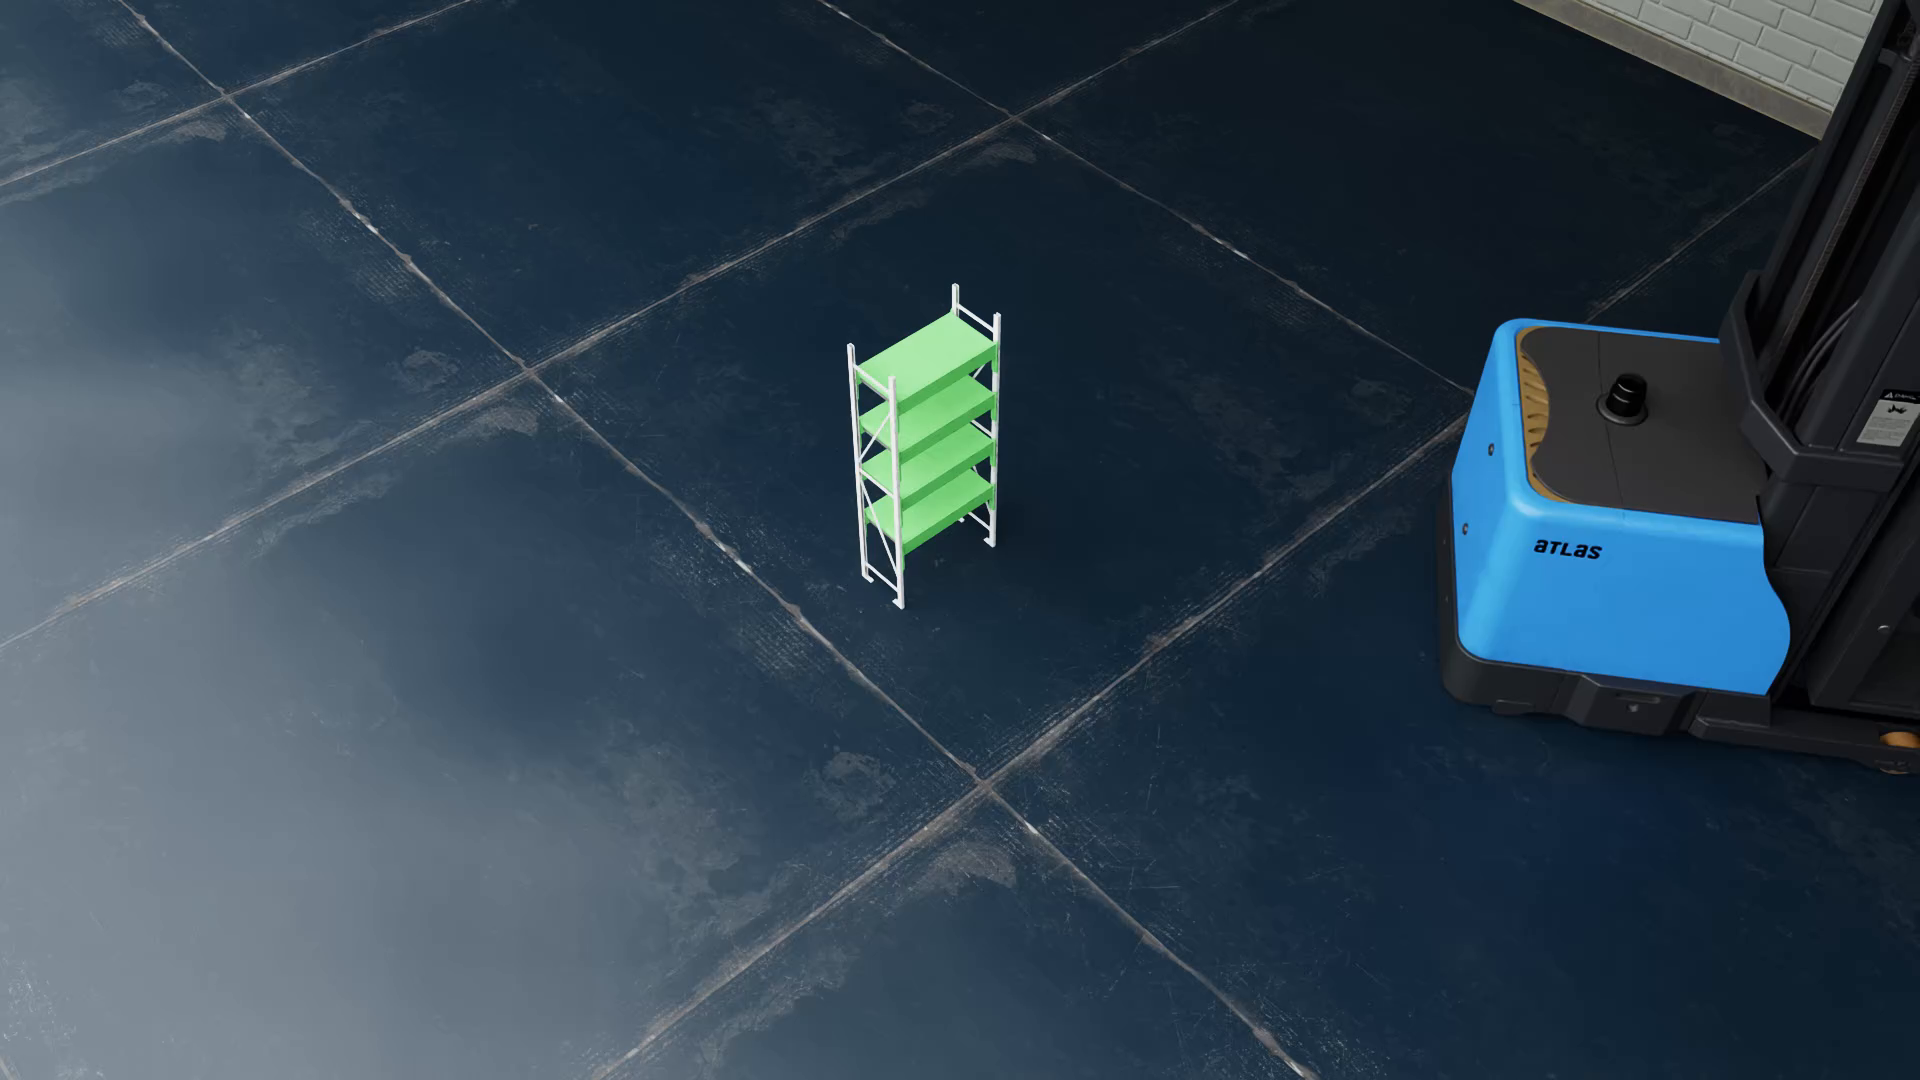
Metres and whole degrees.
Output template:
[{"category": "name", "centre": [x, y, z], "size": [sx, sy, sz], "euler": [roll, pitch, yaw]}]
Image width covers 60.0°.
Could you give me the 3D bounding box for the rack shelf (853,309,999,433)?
[{"category": "rack shelf", "centre": [-0.122, -0.607, 5.928], "size": [0.480, 0.148, 0.258], "euler": [-34, 56, -27]}]

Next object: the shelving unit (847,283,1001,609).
[{"category": "shelving unit", "centre": [-0.122, -0.325, 6.234], "size": [0.503, 1.200, 0.258], "euler": [-34, 56, -27]}]

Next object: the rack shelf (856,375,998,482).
[{"category": "rack shelf", "centre": [-0.122, -0.444, 6.104], "size": [0.480, 0.148, 0.258], "euler": [-34, 56, -27]}]

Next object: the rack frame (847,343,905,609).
[{"category": "rack frame", "centre": [-0.303, -0.204, 6.122], "size": [0.015, 1.200, 0.240], "euler": [-34, 56, -27]}]

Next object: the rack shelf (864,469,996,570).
[{"category": "rack shelf", "centre": [-0.122, -0.119, 6.457], "size": [0.480, 0.148, 0.258], "euler": [-34, 56, -27]}]

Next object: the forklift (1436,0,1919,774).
[{"category": "forklift", "centre": [3.352, -0.554, 5.267], "size": [3.031, 2.935, 1.130], "euler": [7, 48, 6]}]

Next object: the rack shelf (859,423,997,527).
[{"category": "rack shelf", "centre": [-0.122, -0.282, 6.280], "size": [0.480, 0.148, 0.258], "euler": [-34, 56, -27]}]

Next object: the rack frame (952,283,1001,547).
[{"category": "rack frame", "centre": [0.058, -0.446, 6.345], "size": [0.015, 1.200, 0.240], "euler": [-34, 56, -27]}]
